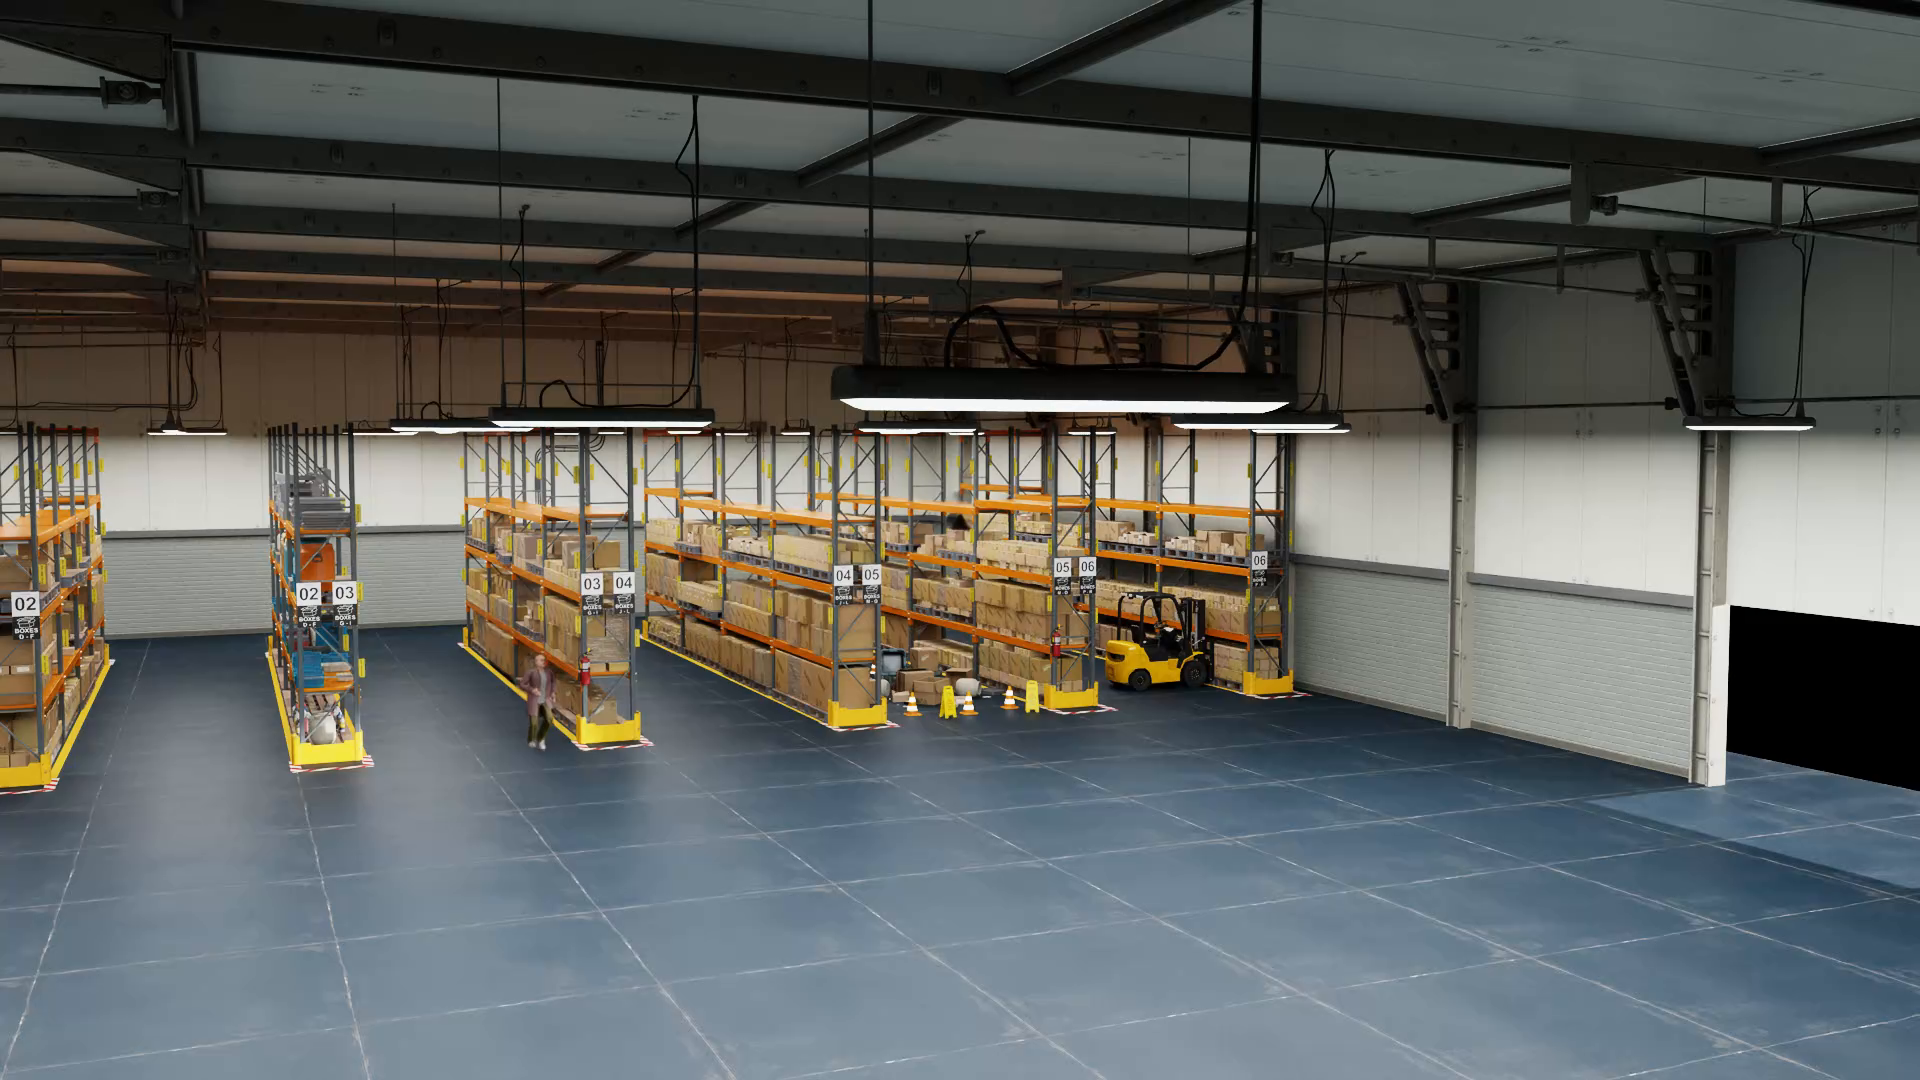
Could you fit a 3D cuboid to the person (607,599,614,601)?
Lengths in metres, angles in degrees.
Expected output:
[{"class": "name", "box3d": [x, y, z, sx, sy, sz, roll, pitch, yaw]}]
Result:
[{"class": "person", "box3d": [-10.086, 2.017, 47.155, 0.730, 1.683, 0.676, 0, 4, -7]}]

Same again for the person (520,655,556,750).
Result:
[{"class": "person", "box3d": [-7.730, 3.001, 30.665, 0.758, 1.754, 0.701, -2, 4, -35]}]

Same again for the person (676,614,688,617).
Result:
[{"class": "person", "box3d": [-8.217, 2.063, 49.175, 0.563, 1.311, 0.622, 2, 4, 24]}]
